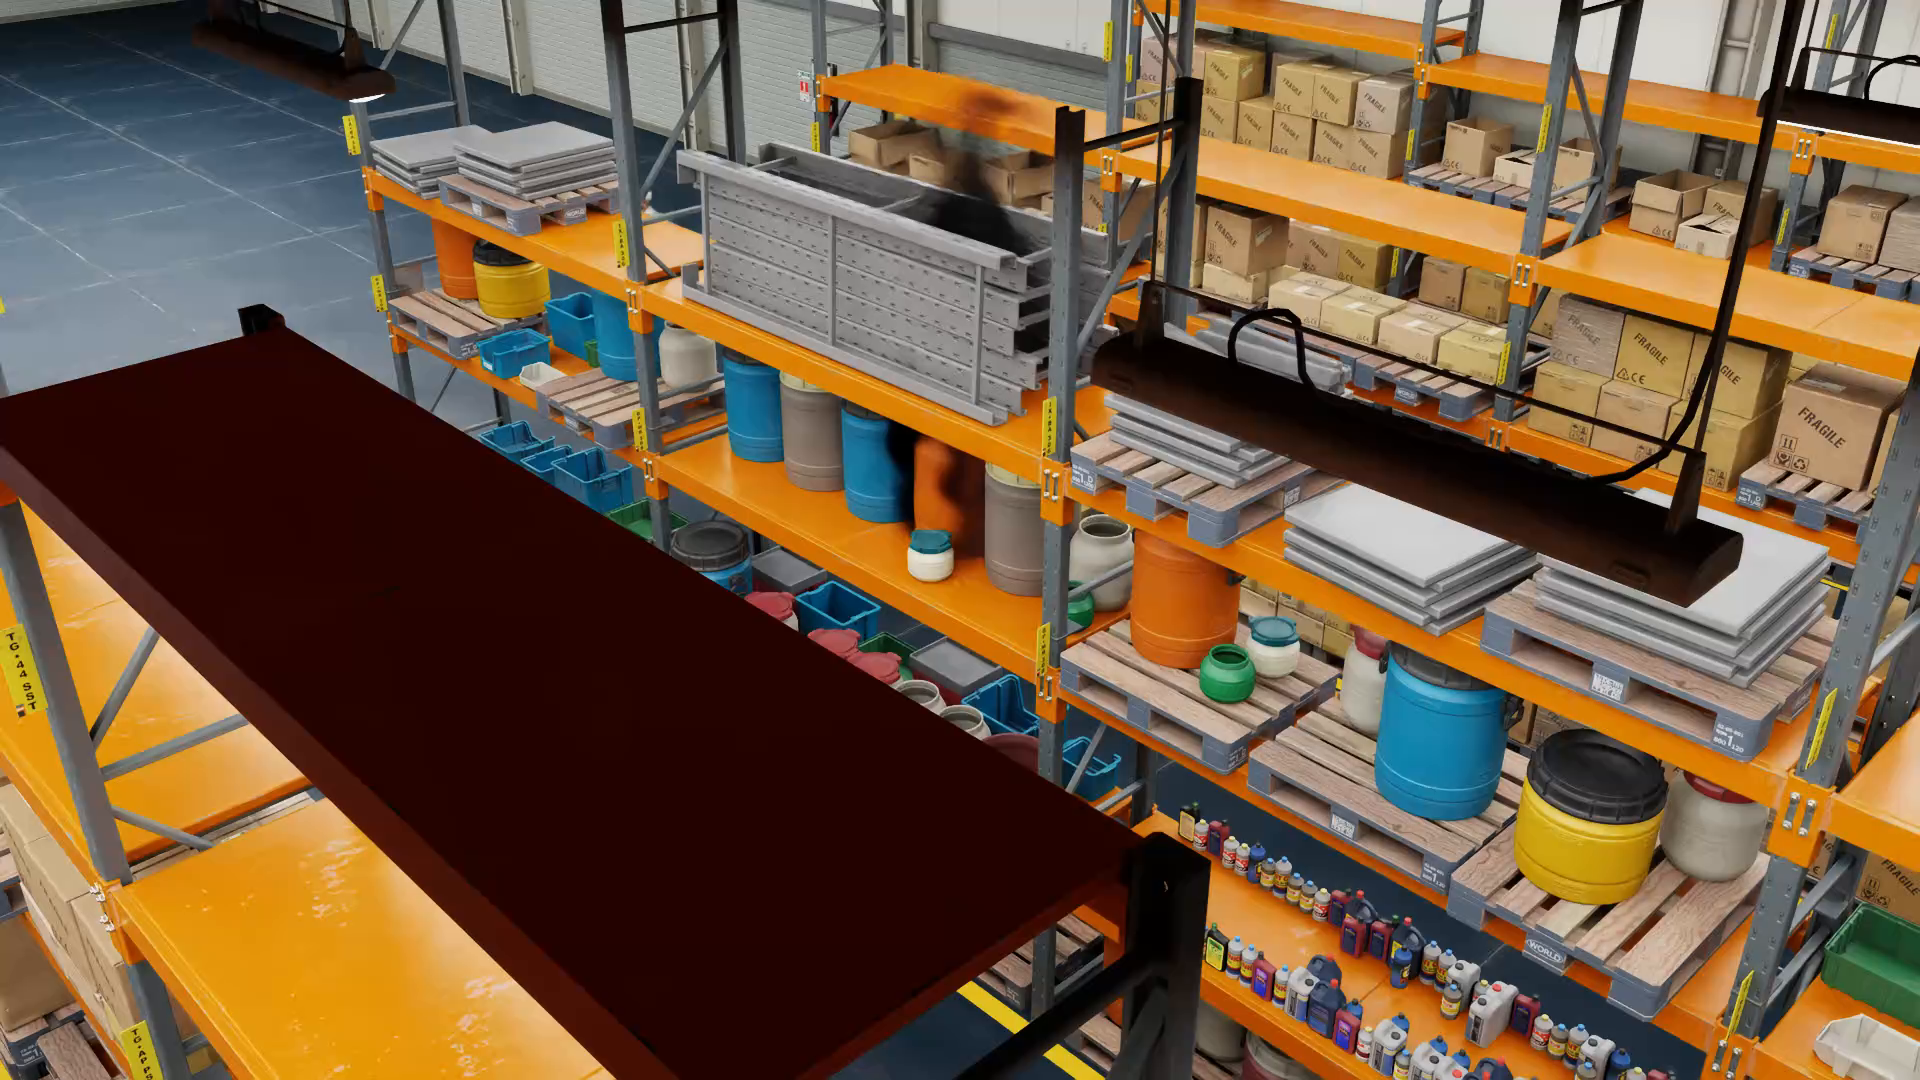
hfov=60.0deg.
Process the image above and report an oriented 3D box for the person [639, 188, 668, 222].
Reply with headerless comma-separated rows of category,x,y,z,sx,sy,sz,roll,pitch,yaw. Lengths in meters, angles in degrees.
person,-4.062,-3.744,21.930,0.886,1.840,0.647,-10,30,-18
